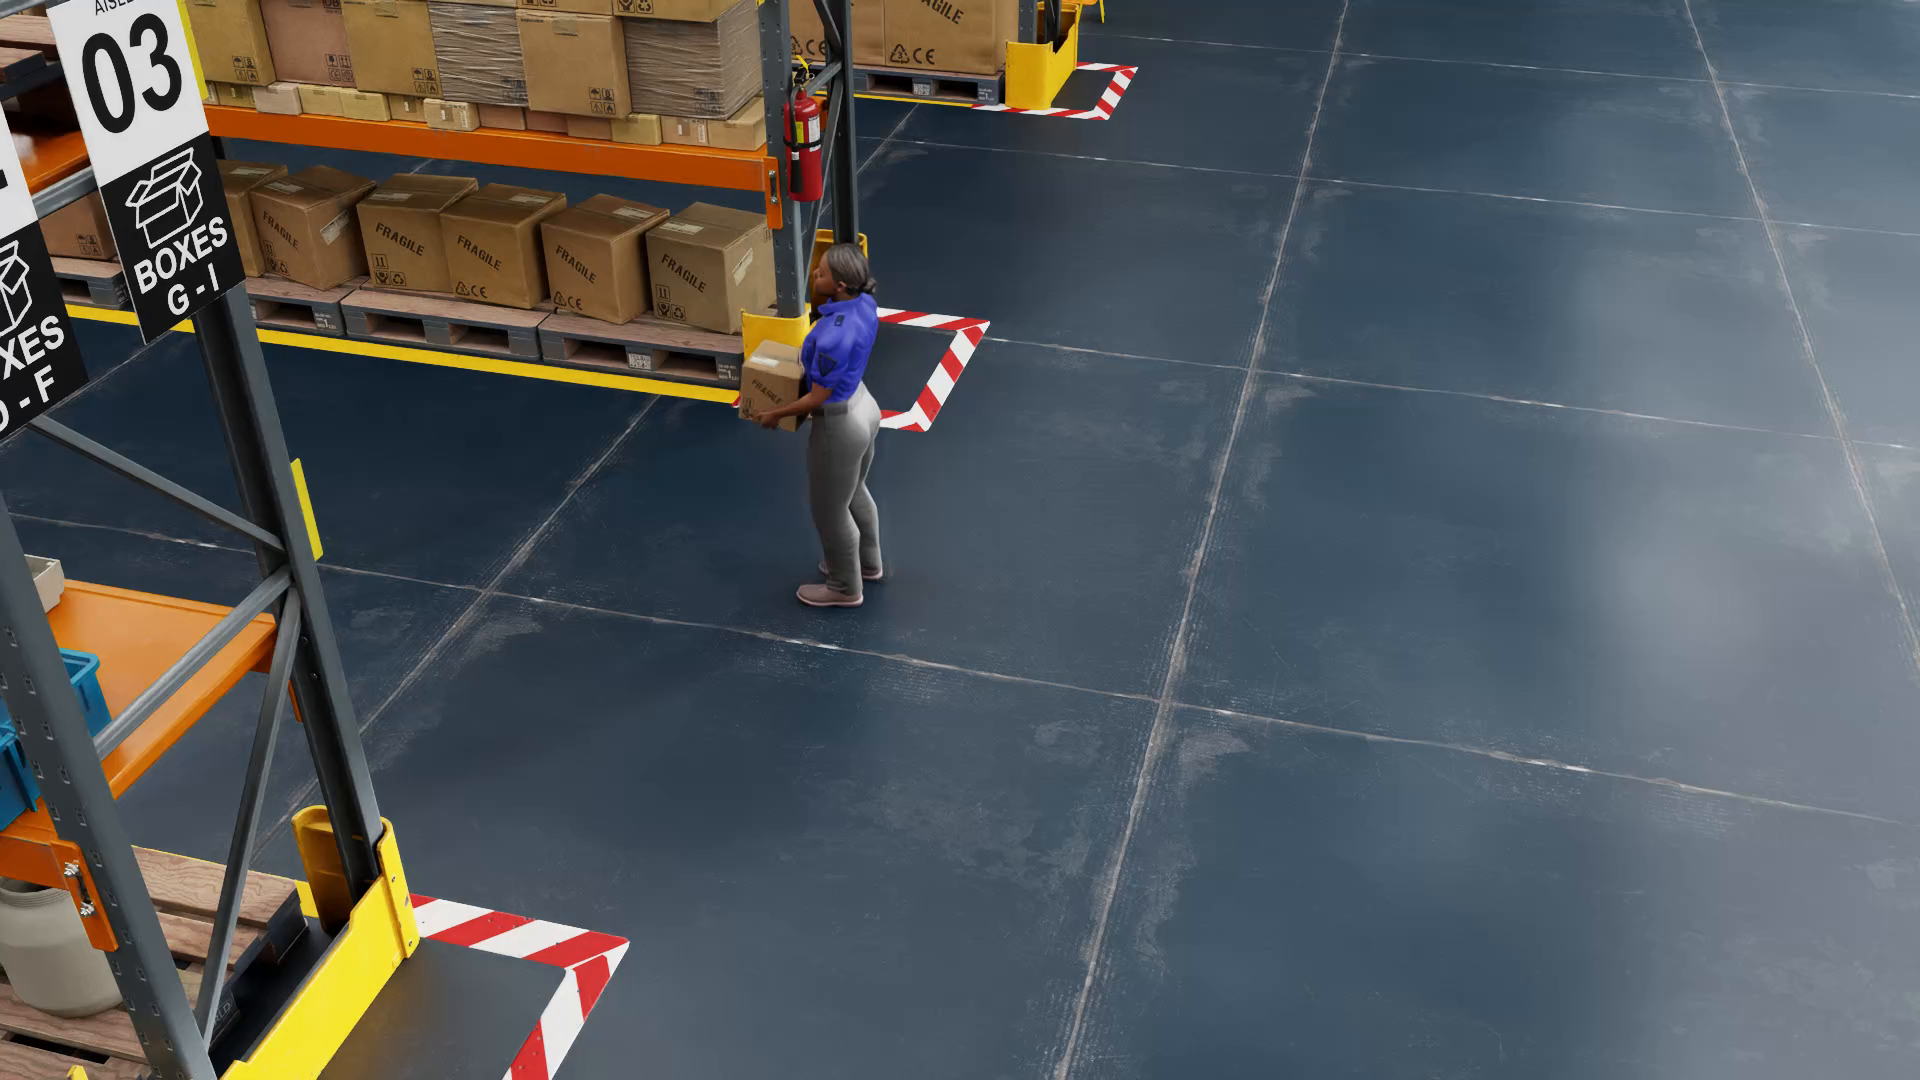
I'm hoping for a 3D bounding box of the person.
[{"bbox_3d":[-0.574,-0.464,6.860,0.510,1.653,0.458,7,34,10],"label":"person"}]
